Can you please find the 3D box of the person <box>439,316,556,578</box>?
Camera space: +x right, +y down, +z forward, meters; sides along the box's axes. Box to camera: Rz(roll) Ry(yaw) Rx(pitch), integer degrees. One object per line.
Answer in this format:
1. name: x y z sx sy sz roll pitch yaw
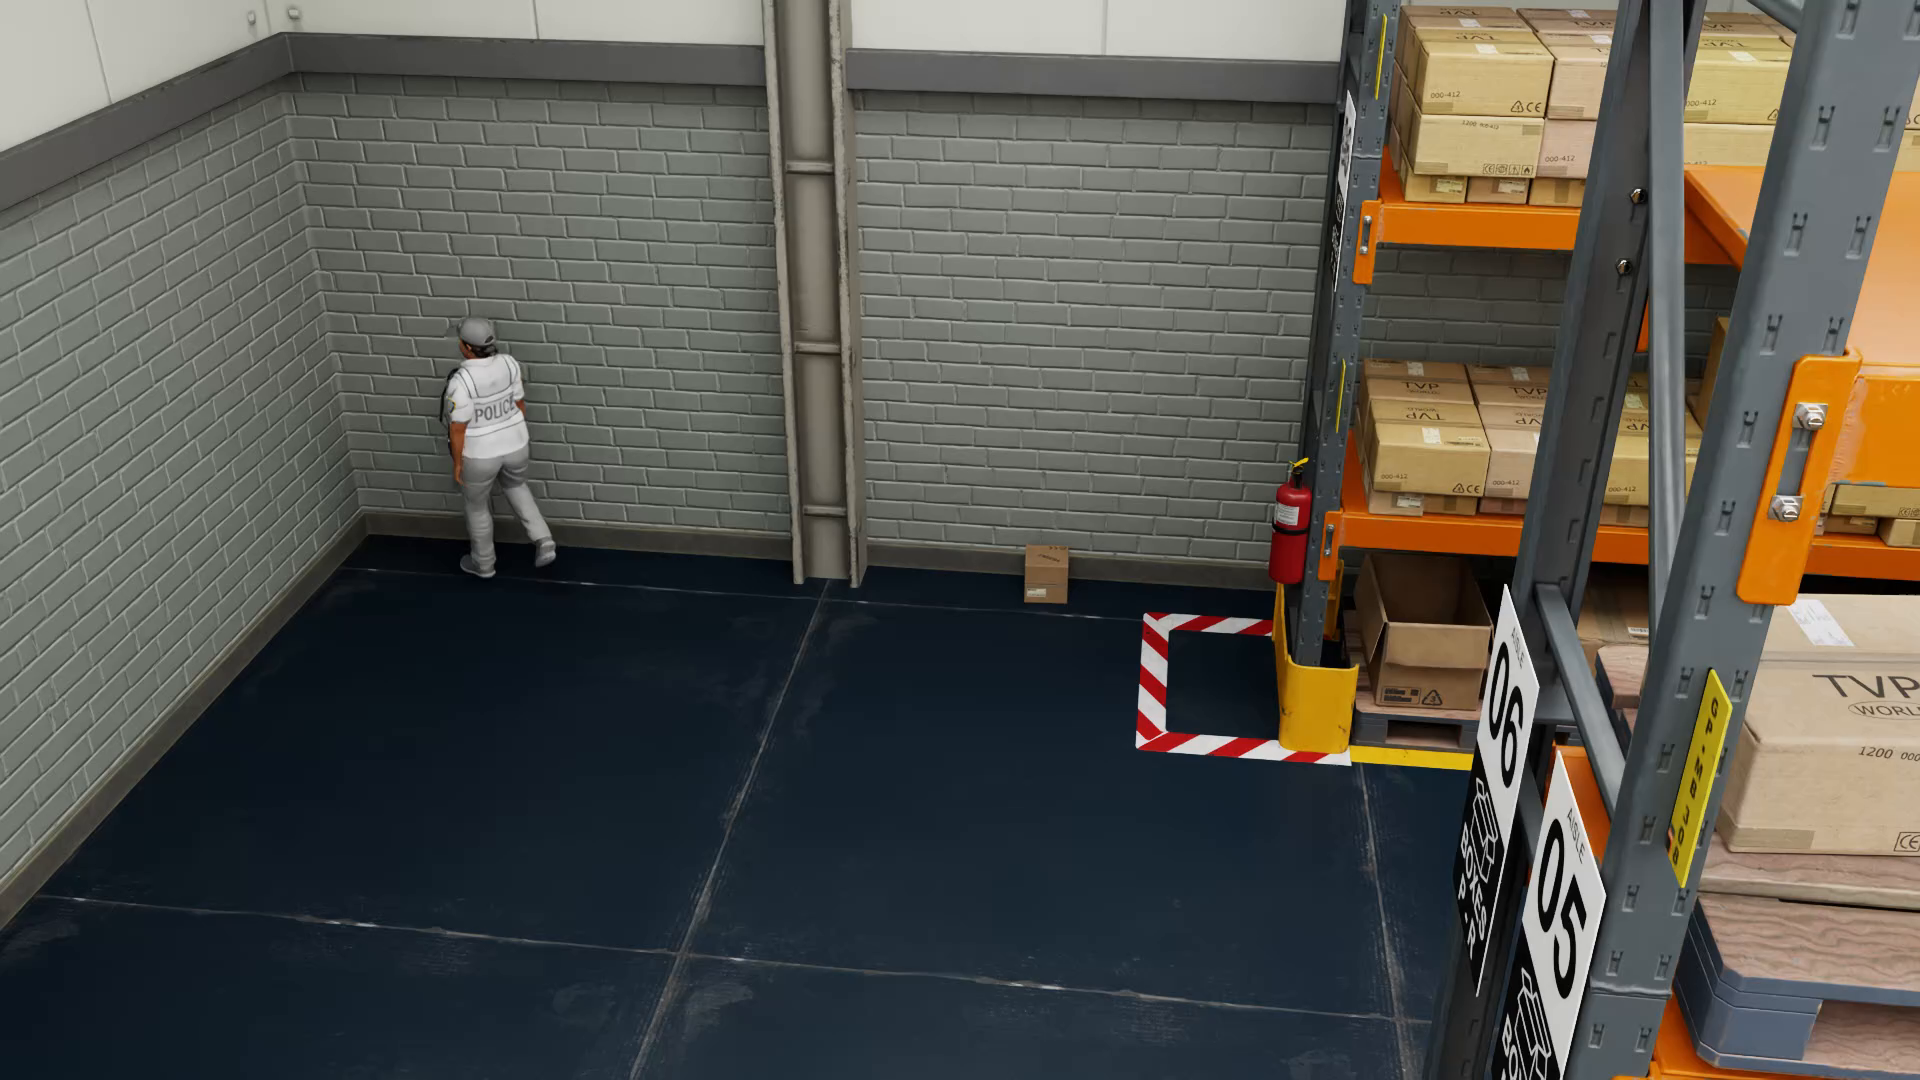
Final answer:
1. person: -2.712 -0.525 9.545 0.618 1.657 0.512 25 37 38
